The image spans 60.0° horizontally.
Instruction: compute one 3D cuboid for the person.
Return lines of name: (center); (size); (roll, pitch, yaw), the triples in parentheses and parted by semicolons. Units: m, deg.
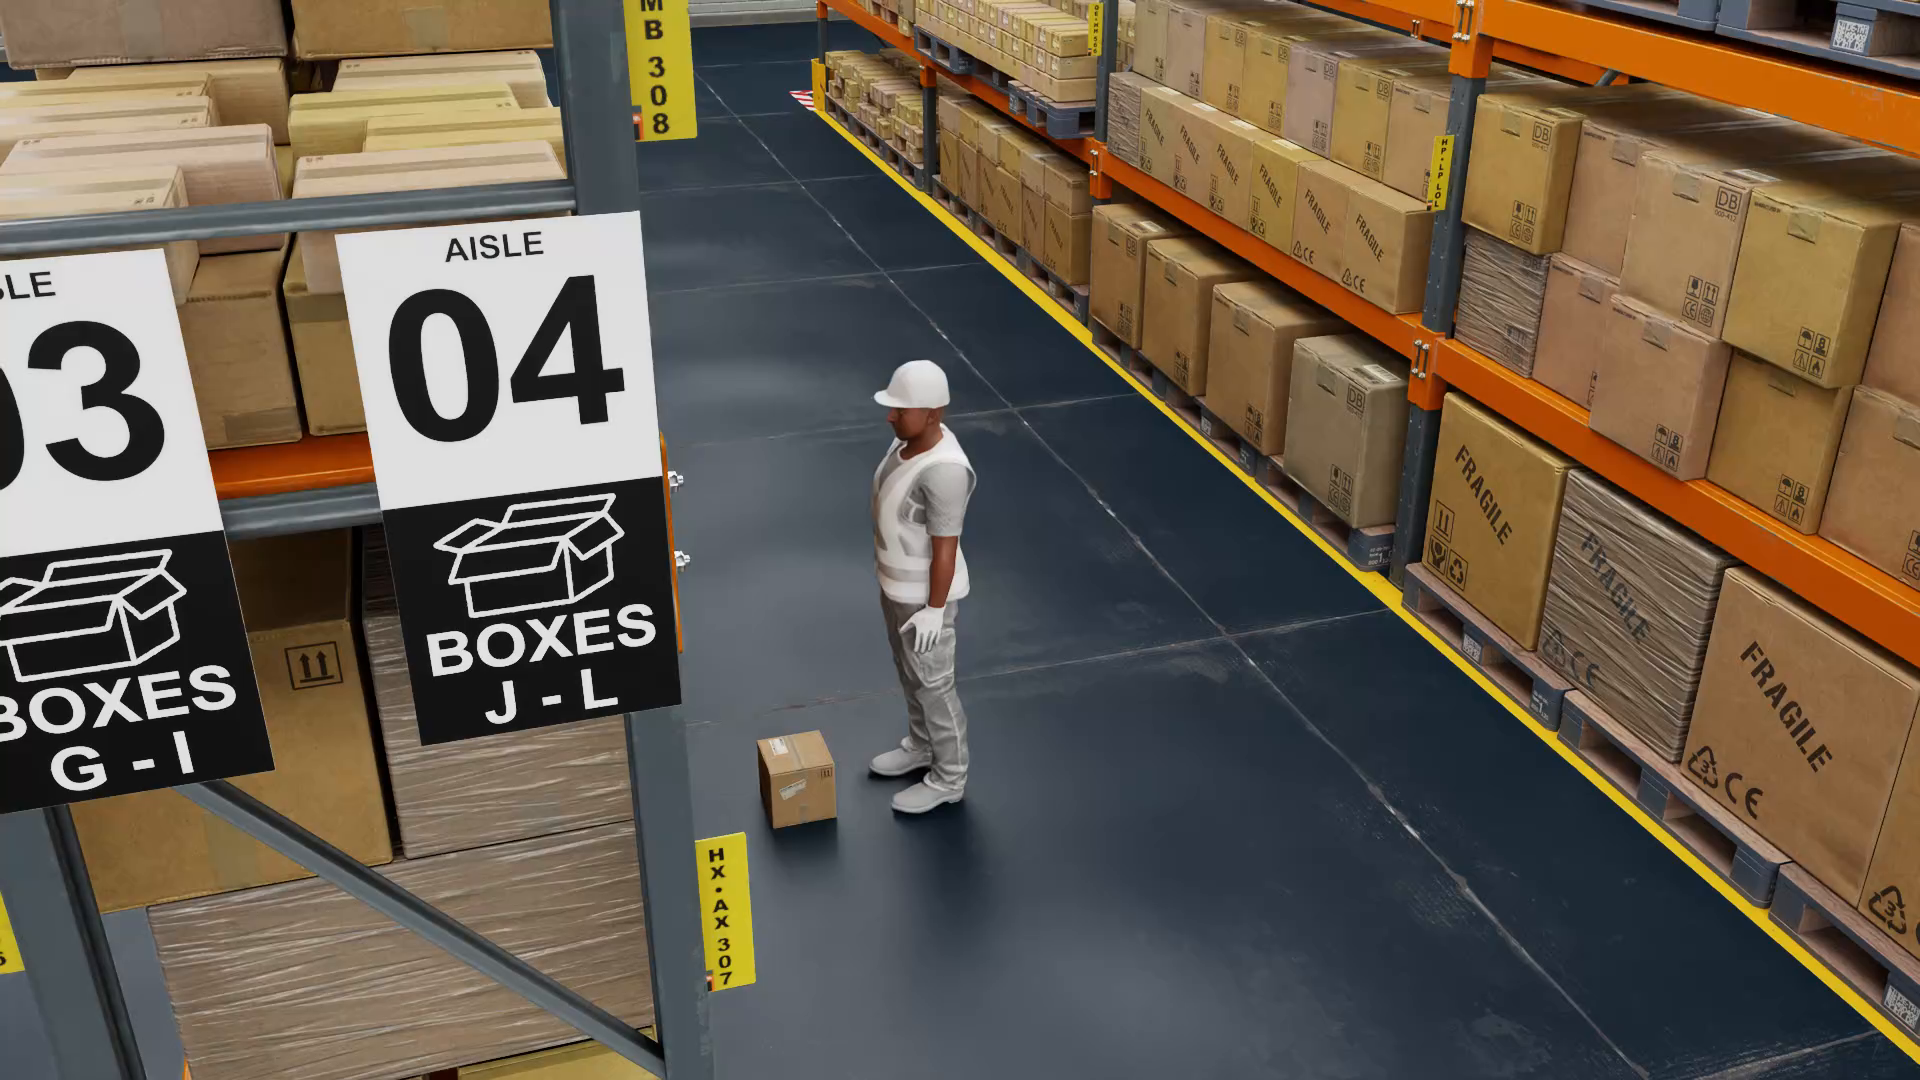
person: (-0.154, 0.177, 6.227); (0.356, 1.784, 0.545); (-7, 27, -14)
